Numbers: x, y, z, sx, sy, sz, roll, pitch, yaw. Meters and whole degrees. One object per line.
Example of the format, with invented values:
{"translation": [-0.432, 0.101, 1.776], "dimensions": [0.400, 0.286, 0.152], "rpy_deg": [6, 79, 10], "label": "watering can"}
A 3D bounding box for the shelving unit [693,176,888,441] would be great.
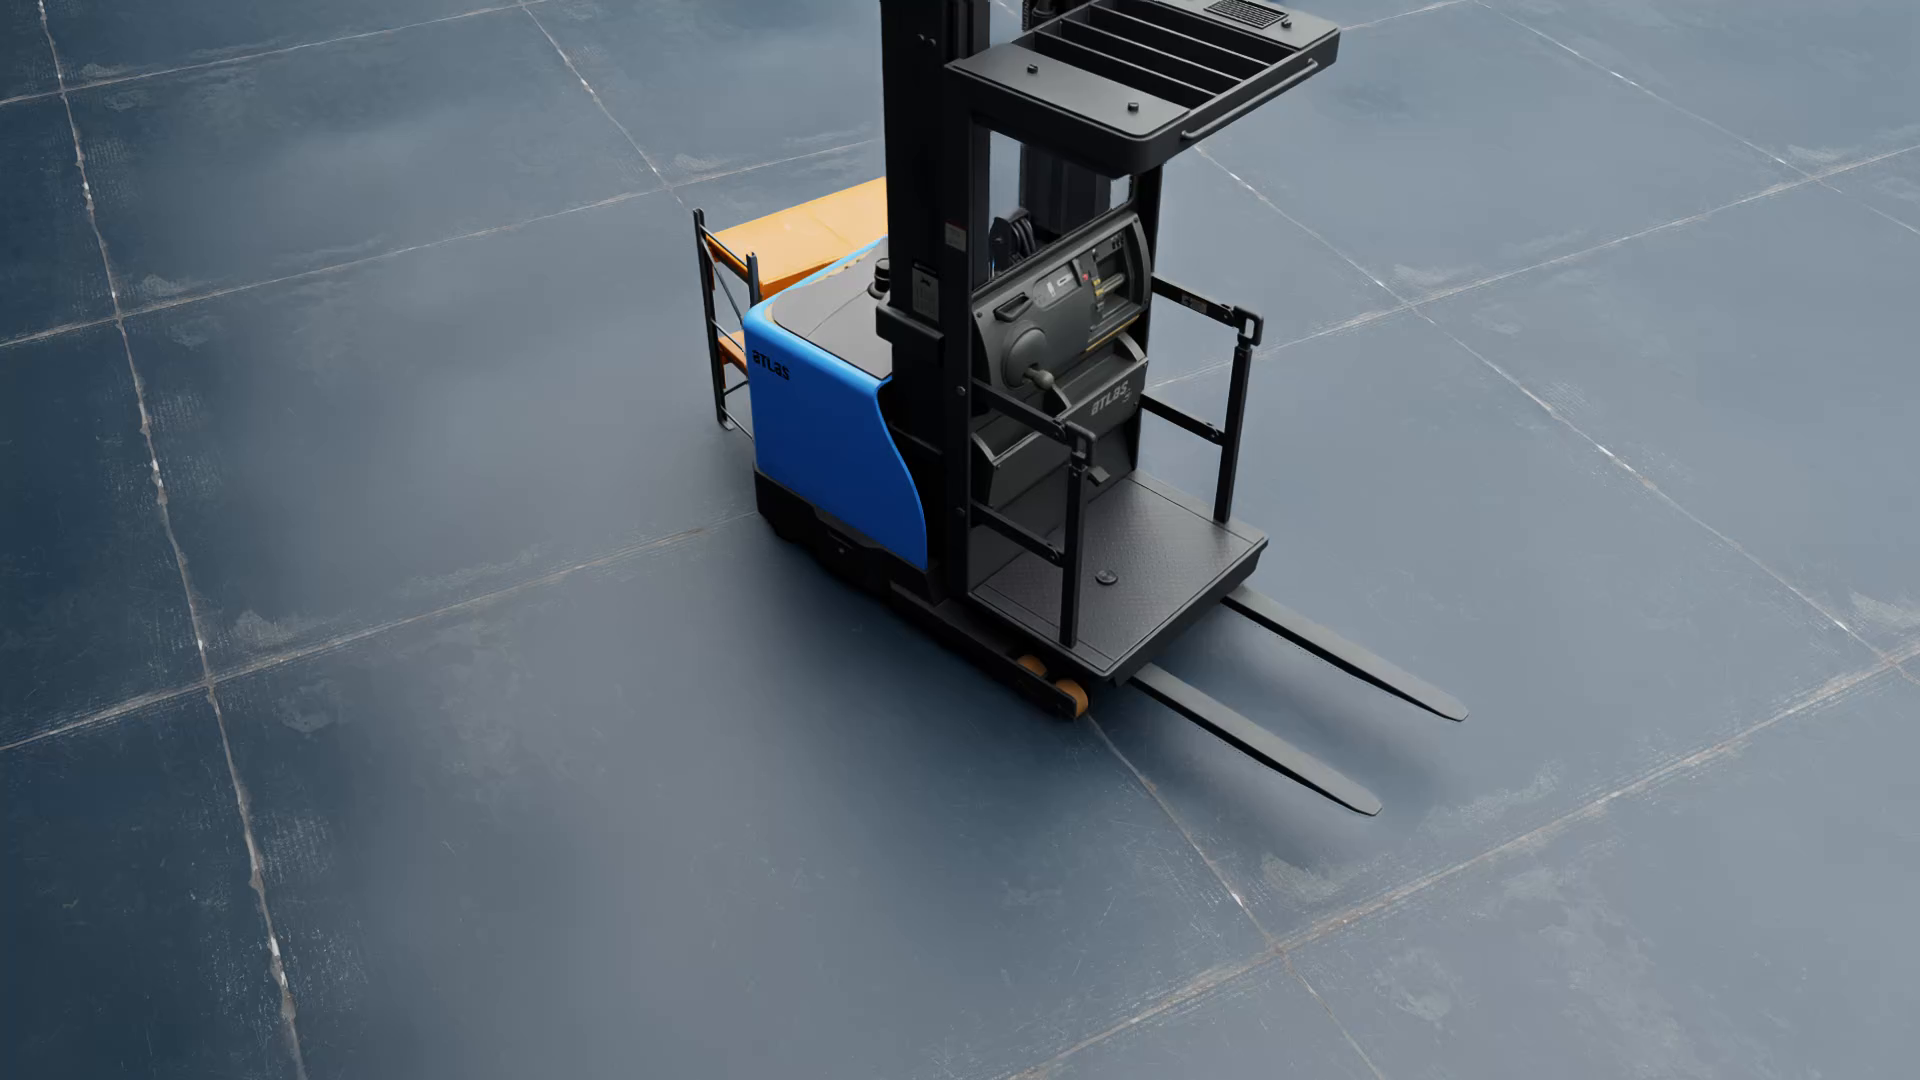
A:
{"translation": [-0.588, -1.071, 7.643], "dimensions": [1.048, 1.125, 0.538], "rpy_deg": [-25, 46, -26], "label": "shelving unit"}

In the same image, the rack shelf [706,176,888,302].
{"translation": [-0.588, -1.294, 7.454], "dimensions": [1.000, 0.278, 0.538], "rpy_deg": [-25, 46, -26], "label": "rack shelf"}

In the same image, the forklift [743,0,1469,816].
{"translation": [0.539, -0.806, 5.933], "dimensions": [3.031, 2.935, 1.130], "rpy_deg": [30, 49, 31], "label": "forklift"}

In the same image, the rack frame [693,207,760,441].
{"translation": [-1.000, -0.879, 7.417], "dimensions": [0.032, 1.125, 0.500], "rpy_deg": [-25, 46, -26], "label": "rack frame"}

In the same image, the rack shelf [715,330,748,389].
{"translation": [-0.588, -0.884, 7.801], "dimensions": [1.000, 0.278, 0.538], "rpy_deg": [-25, 46, -26], "label": "rack shelf"}
